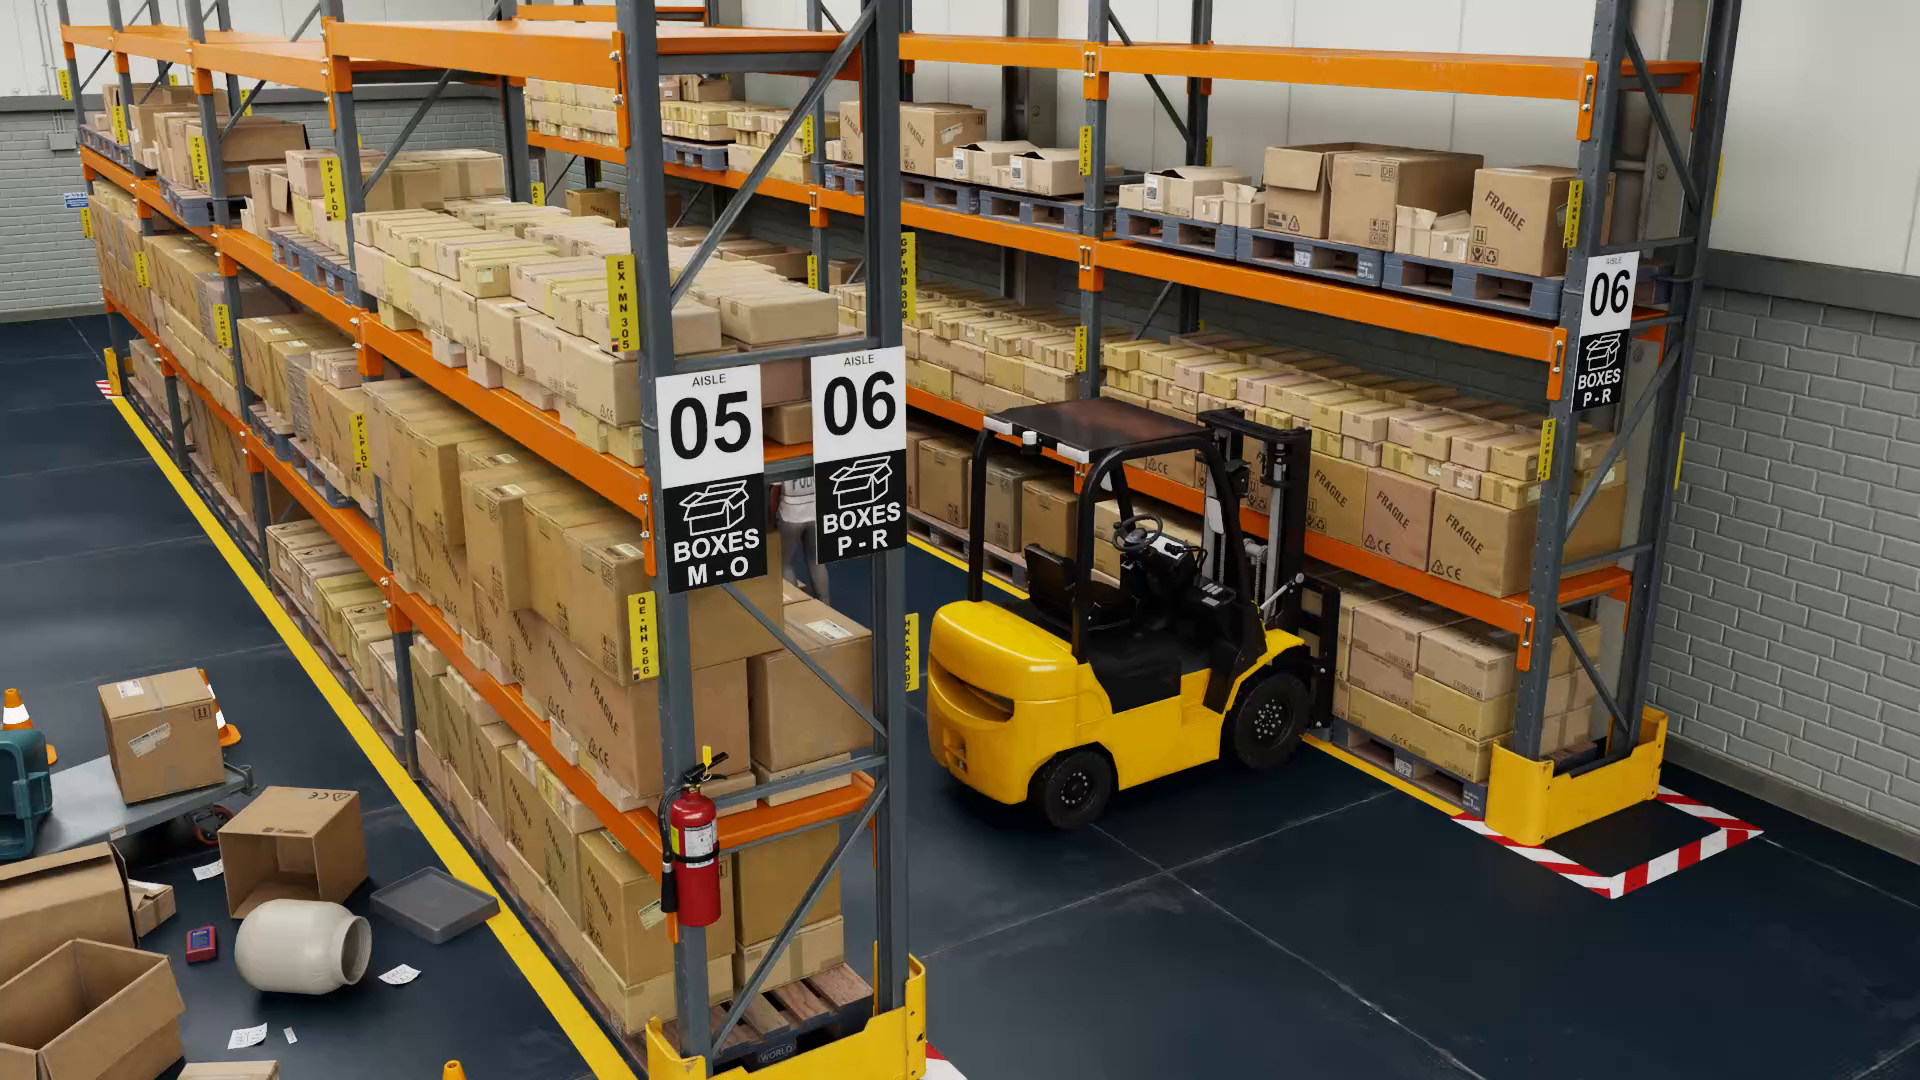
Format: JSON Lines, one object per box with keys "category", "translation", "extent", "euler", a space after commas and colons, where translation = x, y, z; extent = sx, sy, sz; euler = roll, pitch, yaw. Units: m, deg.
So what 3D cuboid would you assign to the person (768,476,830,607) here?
{"category": "person", "translation": [-1.181, -0.167, 12.068], "extent": [0.523, 1.658, 0.427], "euler": [-13, 22, -35]}
